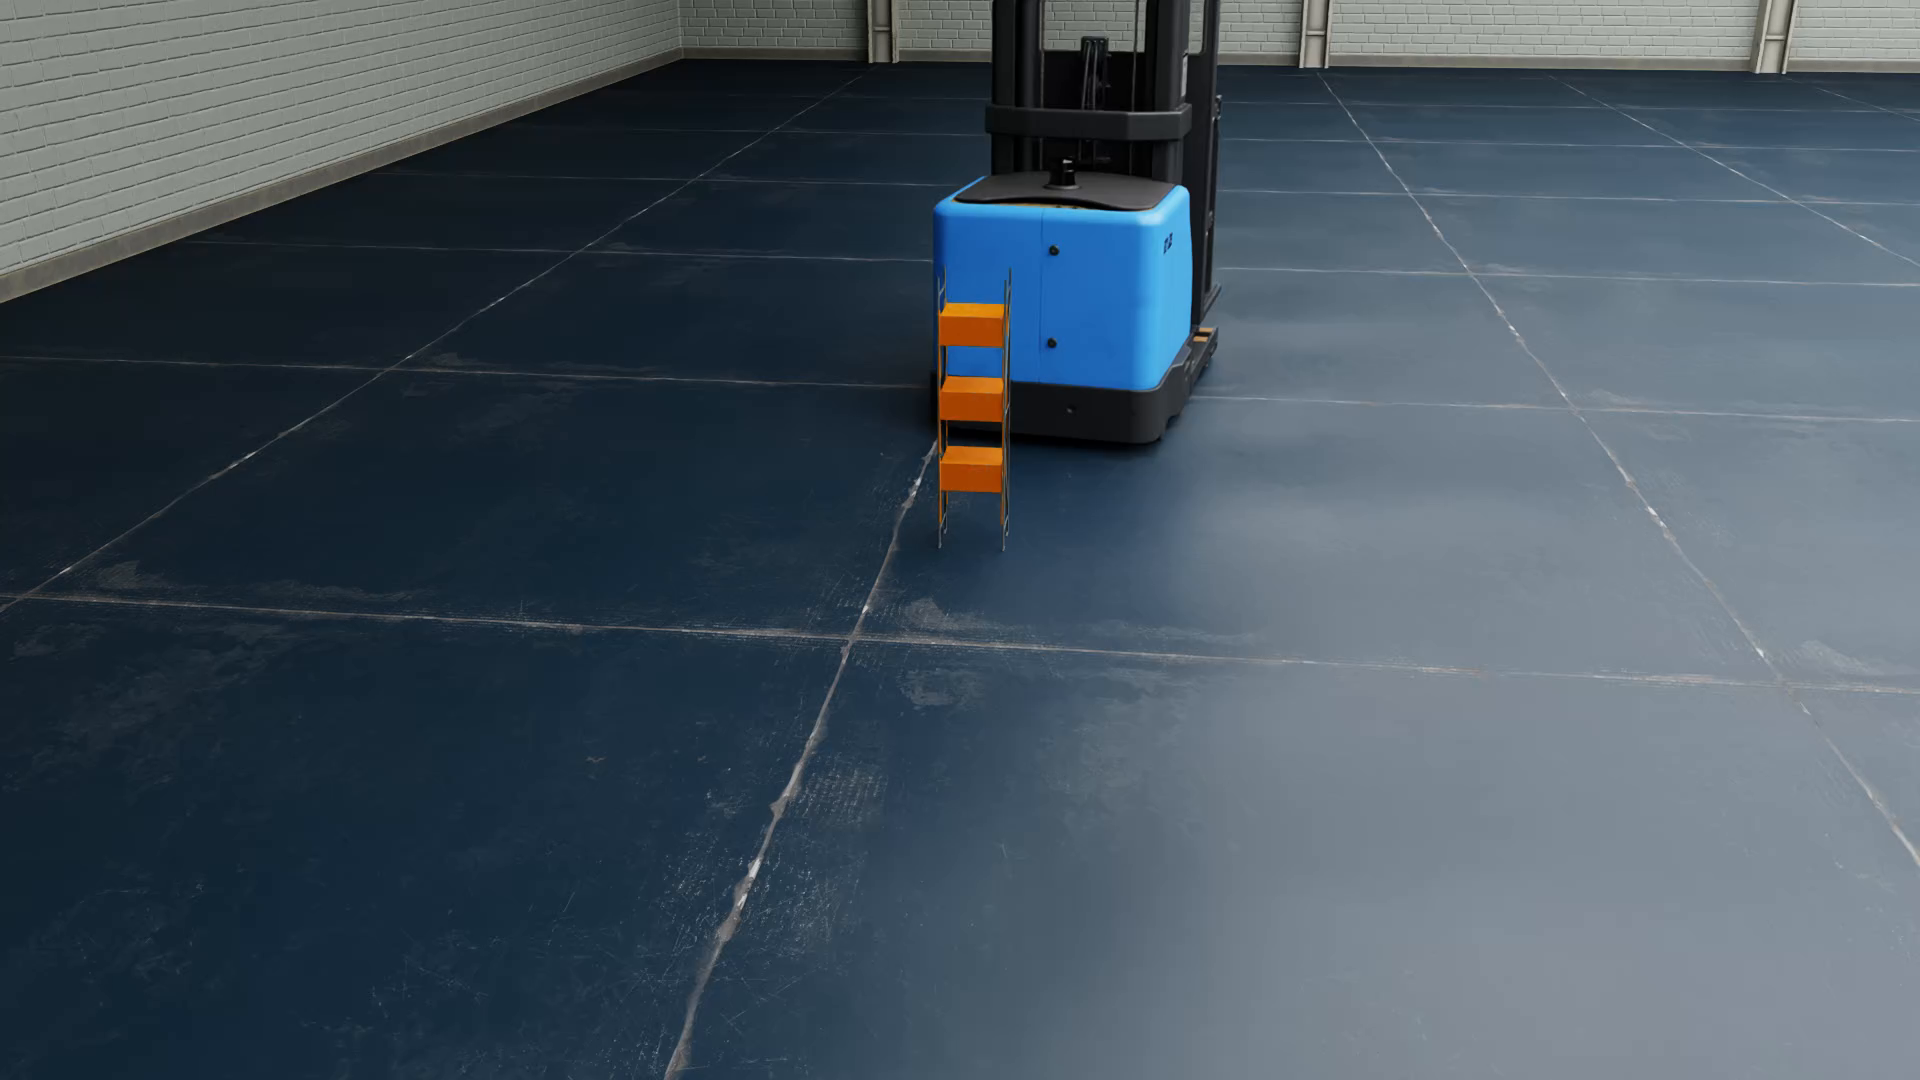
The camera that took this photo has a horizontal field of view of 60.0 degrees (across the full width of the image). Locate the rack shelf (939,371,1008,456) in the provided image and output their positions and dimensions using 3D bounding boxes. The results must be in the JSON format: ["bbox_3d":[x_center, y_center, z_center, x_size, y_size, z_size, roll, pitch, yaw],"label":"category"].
[{"bbox_3d":[0.053,-0.476,6.245,0.240,0.259,0.215,2,22,6],"label":"rack shelf"}]

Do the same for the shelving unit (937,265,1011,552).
[{"bbox_3d":[0.053,-0.486,6.241,0.252,1.050,0.215,2,22,6],"label":"shelving unit"}]

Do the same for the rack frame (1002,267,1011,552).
[{"bbox_3d":[0.174,-0.481,6.228,0.008,1.050,0.200,2,22,6],"label":"rack frame"}]

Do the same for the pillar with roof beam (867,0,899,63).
[{"bbox_3d":[-1.589,-9.414,18.011,0.400,9.000,9.100,2,22,6],"label":"pillar with roof beam"}]

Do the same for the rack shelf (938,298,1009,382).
[{"bbox_3d":[0.053,-0.740,6.141,0.240,0.259,0.215,2,22,6],"label":"rack shelf"}]

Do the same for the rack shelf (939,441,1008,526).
[{"bbox_3d":[0.053,-0.218,6.347,0.240,0.259,0.215,2,22,6],"label":"rack shelf"}]

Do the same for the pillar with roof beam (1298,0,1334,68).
[{"bbox_3d":[4.370,-9.154,17.355,0.400,9.000,9.100,2,22,6],"label":"pillar with roof beam"}]

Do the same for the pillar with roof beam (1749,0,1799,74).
[{"bbox_3d":[10.328,-8.894,16.698,0.400,9.000,9.100,2,22,6],"label":"pillar with roof beam"}]

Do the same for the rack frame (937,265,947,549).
[{"bbox_3d":[-0.068,-0.491,6.254,0.008,1.050,0.200,2,22,6],"label":"rack frame"}]

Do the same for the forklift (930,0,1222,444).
[{"bbox_3d":[0.759,-2.299,8.268,1.130,2.935,3.031,6,22,15],"label":"forklift"}]
